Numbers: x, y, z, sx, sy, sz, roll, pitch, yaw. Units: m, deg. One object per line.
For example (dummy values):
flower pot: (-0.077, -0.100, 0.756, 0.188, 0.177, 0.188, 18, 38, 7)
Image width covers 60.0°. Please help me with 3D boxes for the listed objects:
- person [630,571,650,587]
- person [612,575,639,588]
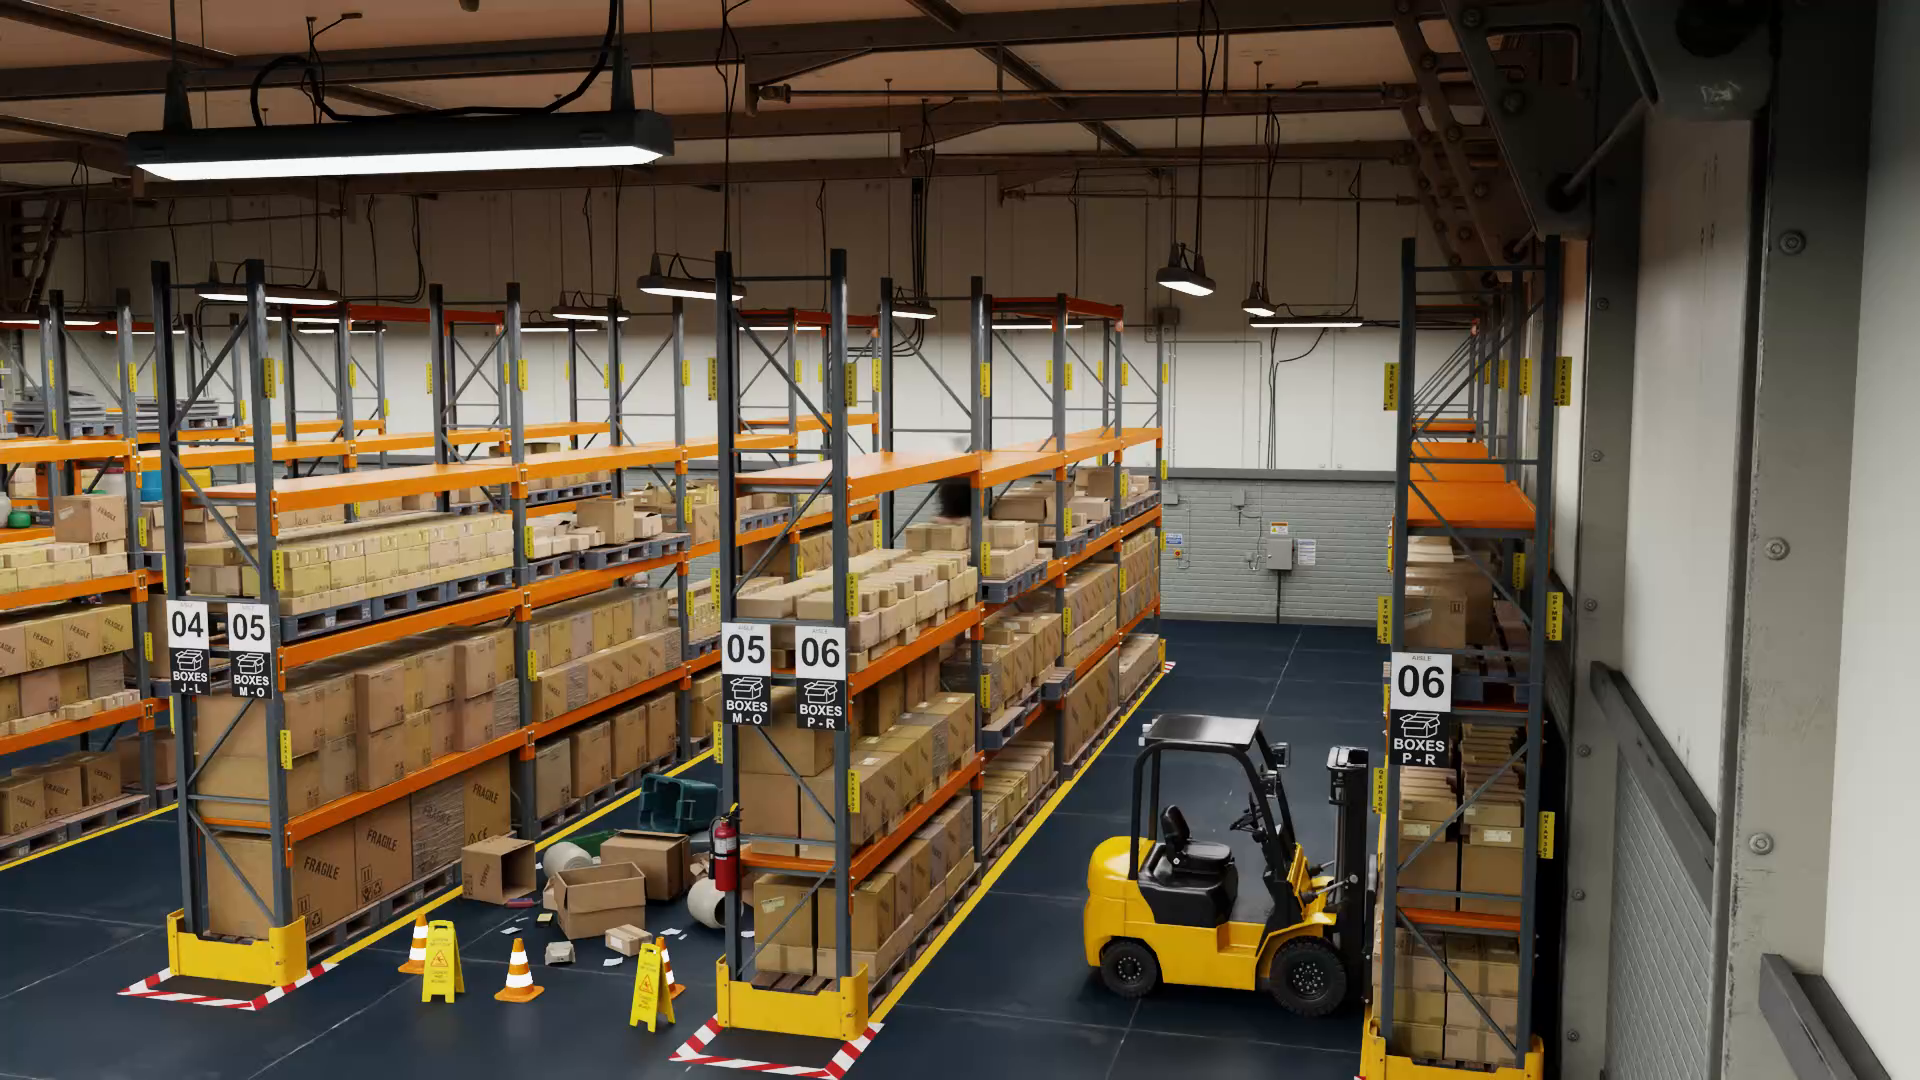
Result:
person: (-6.145, 0.973, 31.802, 0.560, 1.704, 0.725, -5, 8, -39)
person: (-5.665, 1.350, 28.061, 0.642, 1.749, 0.718, 1, 6, 7)
